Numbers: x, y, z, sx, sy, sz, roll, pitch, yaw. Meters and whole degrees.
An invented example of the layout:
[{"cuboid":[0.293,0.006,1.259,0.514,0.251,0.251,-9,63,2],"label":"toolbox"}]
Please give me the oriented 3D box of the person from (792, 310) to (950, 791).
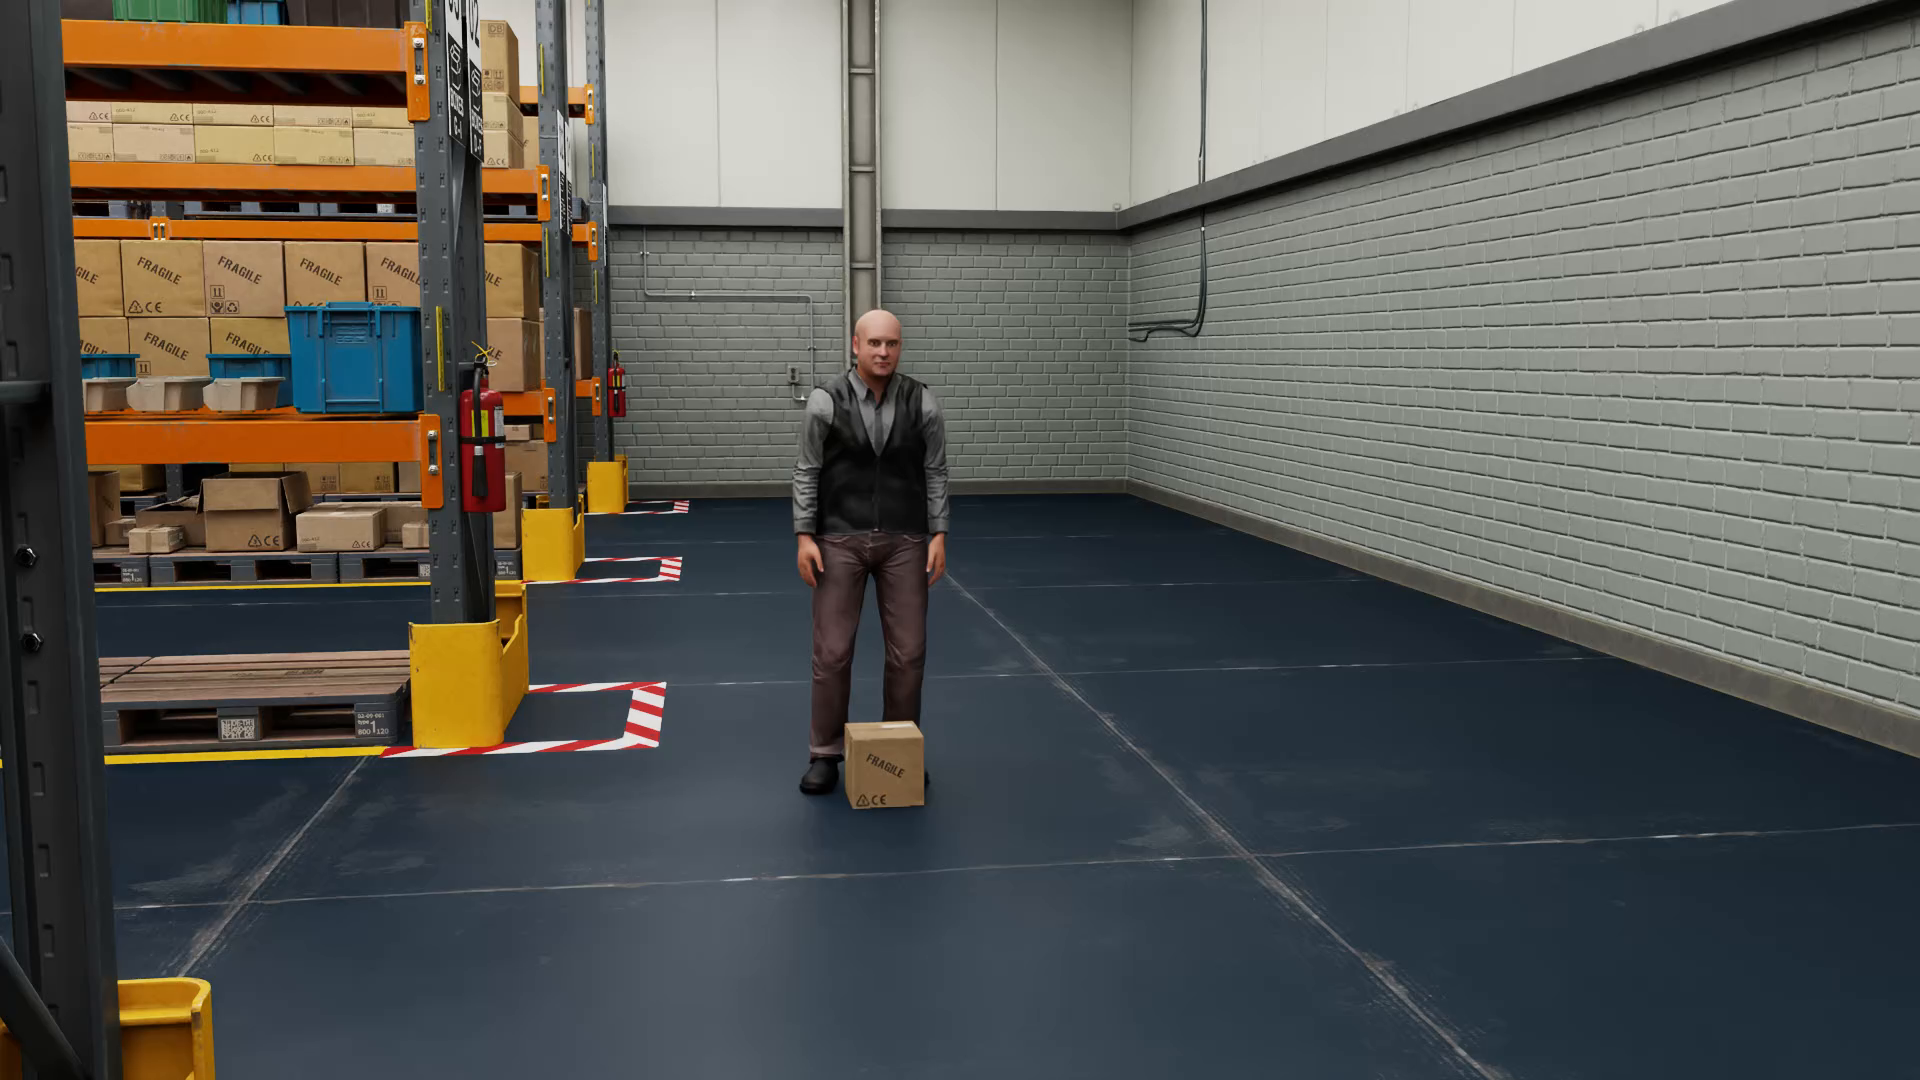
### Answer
[{"cuboid":[-0.321,0.030,6.060,0.575,1.720,0.420,-1,7,-11],"label":"person"}]
